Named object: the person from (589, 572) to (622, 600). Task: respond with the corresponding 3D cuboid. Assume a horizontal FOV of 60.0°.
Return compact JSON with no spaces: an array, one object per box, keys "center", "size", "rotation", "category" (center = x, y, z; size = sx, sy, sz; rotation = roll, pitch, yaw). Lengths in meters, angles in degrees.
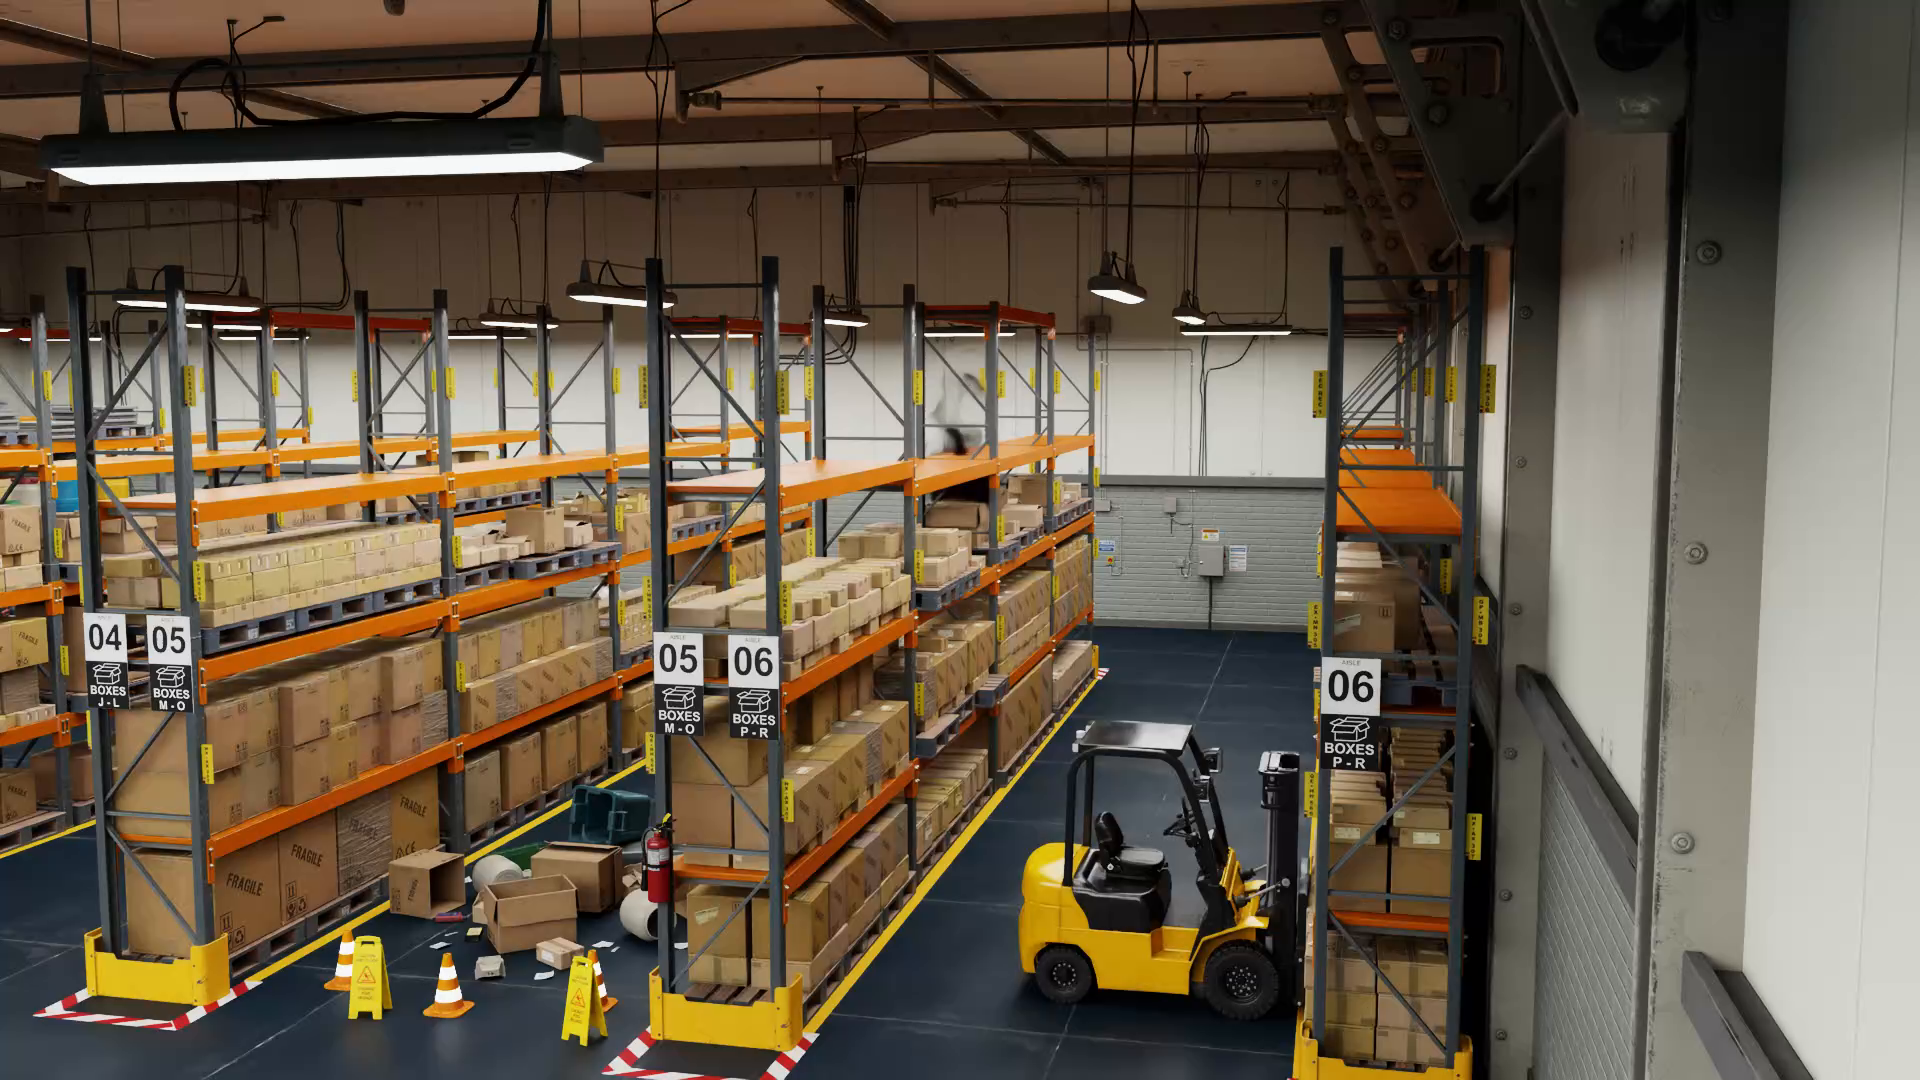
[{"center":[-6.290,1.346,29.663],"size":[0.639,1.655,0.537],"rotation":[-2,6,-16],"category":"person"}]
